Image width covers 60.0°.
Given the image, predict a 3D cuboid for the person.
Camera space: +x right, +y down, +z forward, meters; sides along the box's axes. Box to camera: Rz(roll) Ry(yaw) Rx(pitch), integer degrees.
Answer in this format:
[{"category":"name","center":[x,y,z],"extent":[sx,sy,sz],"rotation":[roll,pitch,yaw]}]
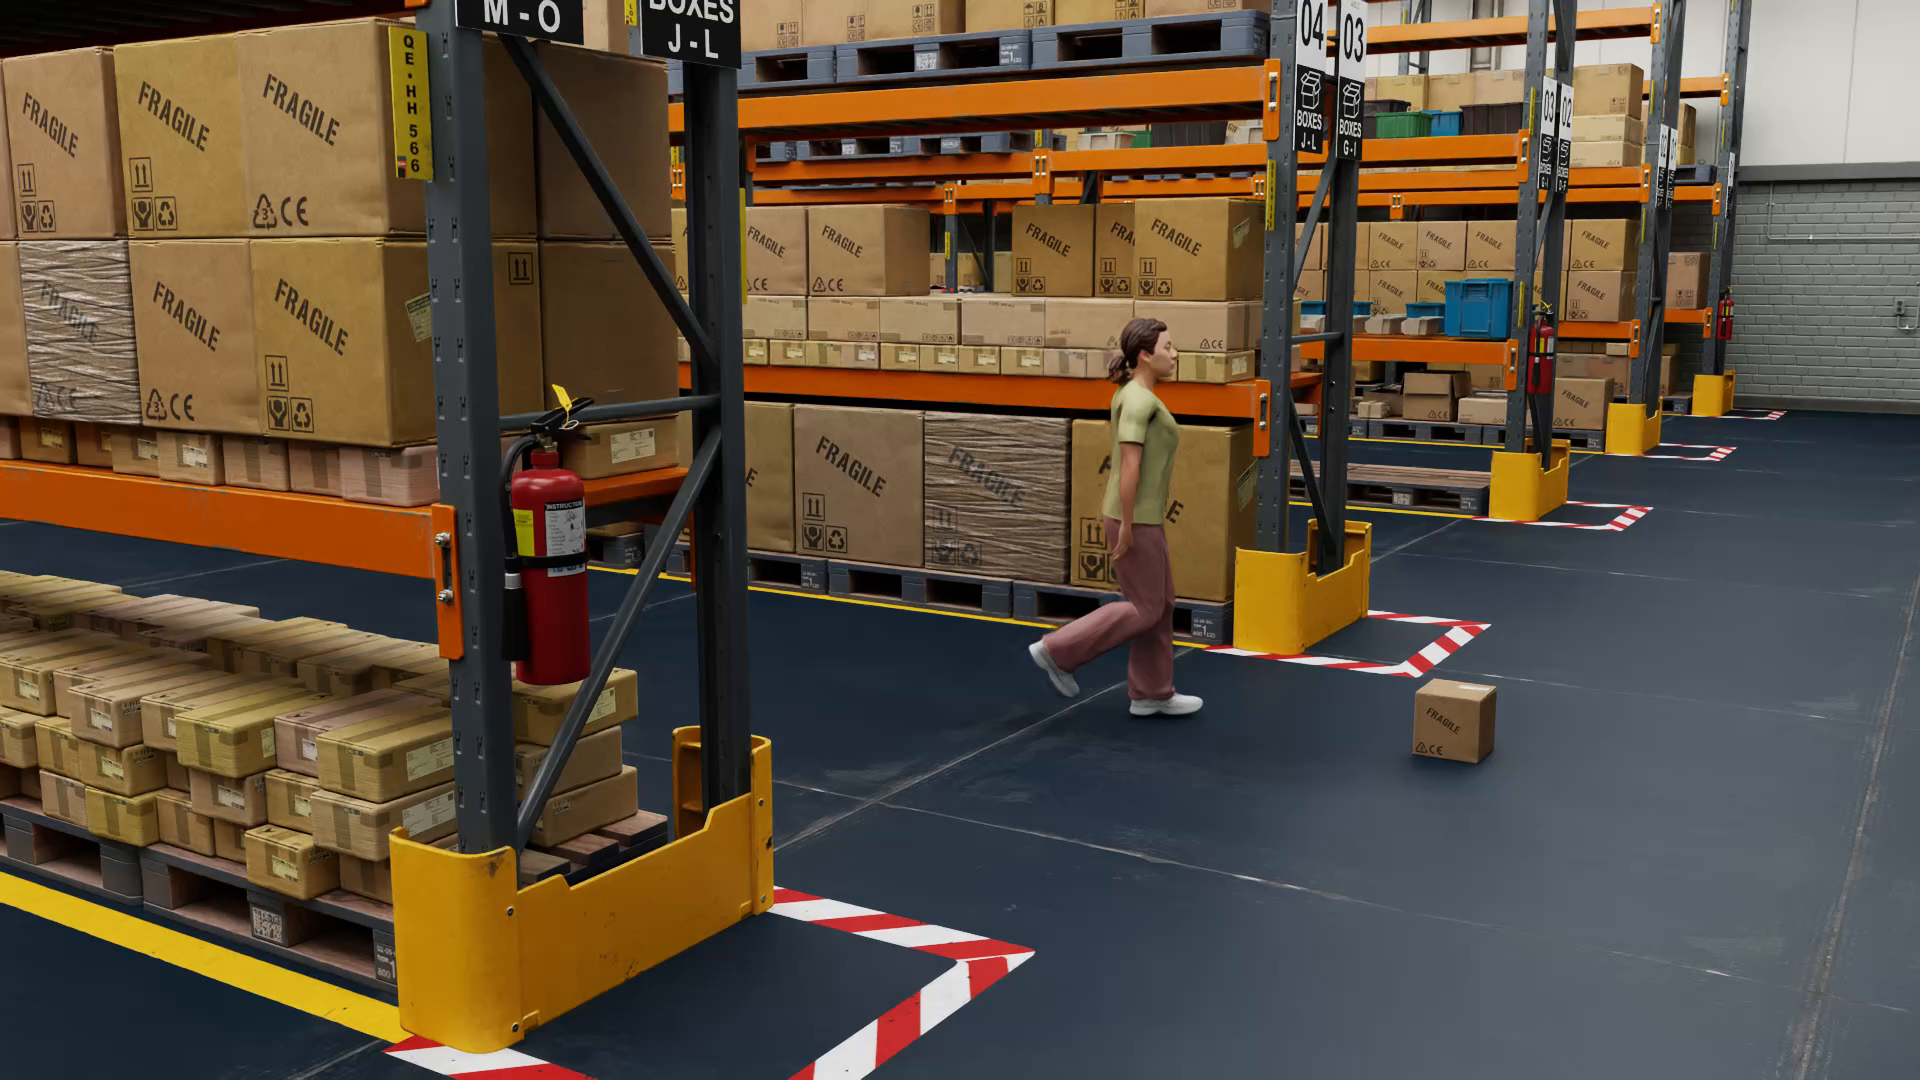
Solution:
[{"category":"person","center":[0.653,-0.076,6.815],"extent":[0.732,1.654,0.467],"rotation":[0,10,3]}]
